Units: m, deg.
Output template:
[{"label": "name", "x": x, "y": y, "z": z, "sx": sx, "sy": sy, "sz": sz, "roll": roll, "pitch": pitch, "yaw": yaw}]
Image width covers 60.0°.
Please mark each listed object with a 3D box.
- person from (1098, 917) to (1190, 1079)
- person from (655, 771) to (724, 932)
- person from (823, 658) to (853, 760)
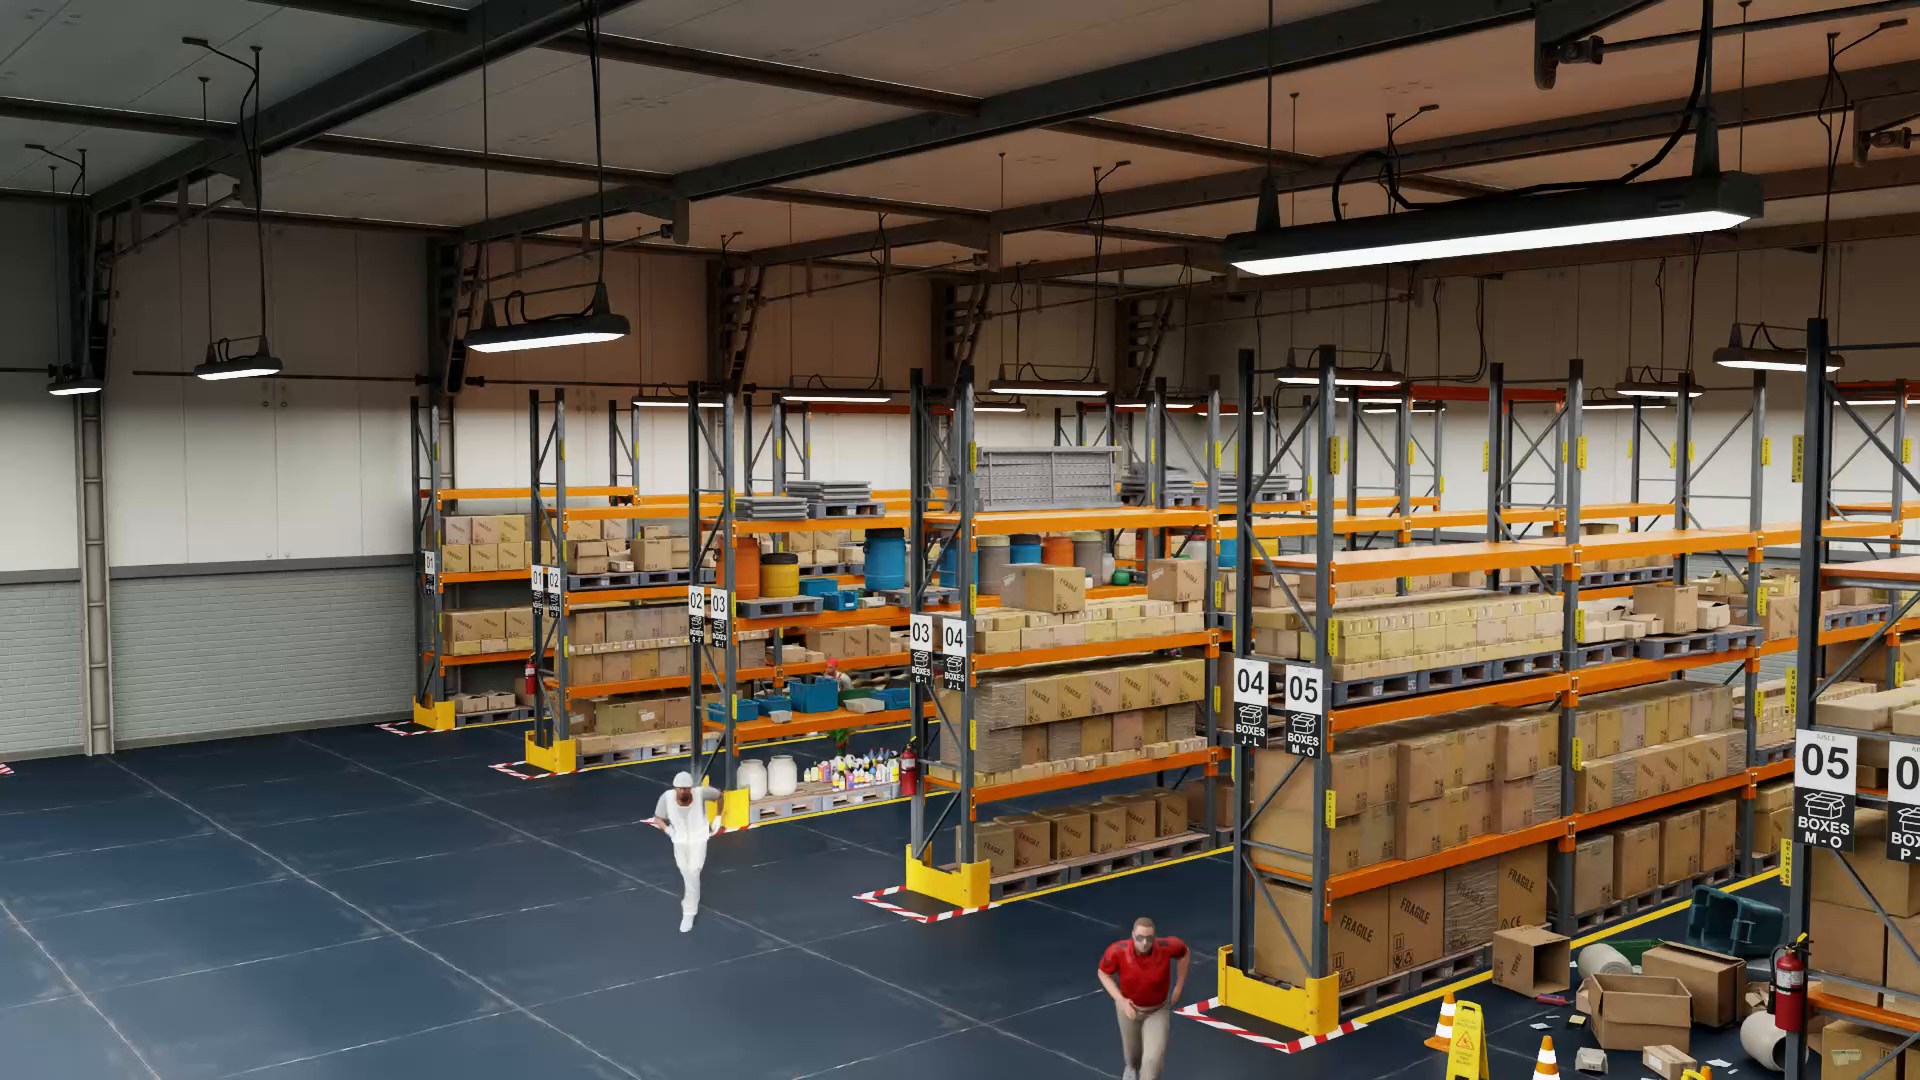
[{"label": "person", "x": 1.394, "y": 3.618, "z": 12.695, "sx": 0.703, "sy": 1.694, "sz": 0.972, "roll": 0, "pitch": 3, "yaw": 1}, {"label": "person", "x": -2.913, "y": 3.288, "z": 17.942, "sx": 0.713, "sy": 1.730, "sz": 1.039, "roll": 0, "pitch": 3, "yaw": -1}, {"label": "person", "x": -1.983, "y": 2.739, "z": 26.900, "sx": 0.652, "sy": 1.704, "sz": 0.744, "roll": 2, "pitch": 4, "yaw": 27}]
